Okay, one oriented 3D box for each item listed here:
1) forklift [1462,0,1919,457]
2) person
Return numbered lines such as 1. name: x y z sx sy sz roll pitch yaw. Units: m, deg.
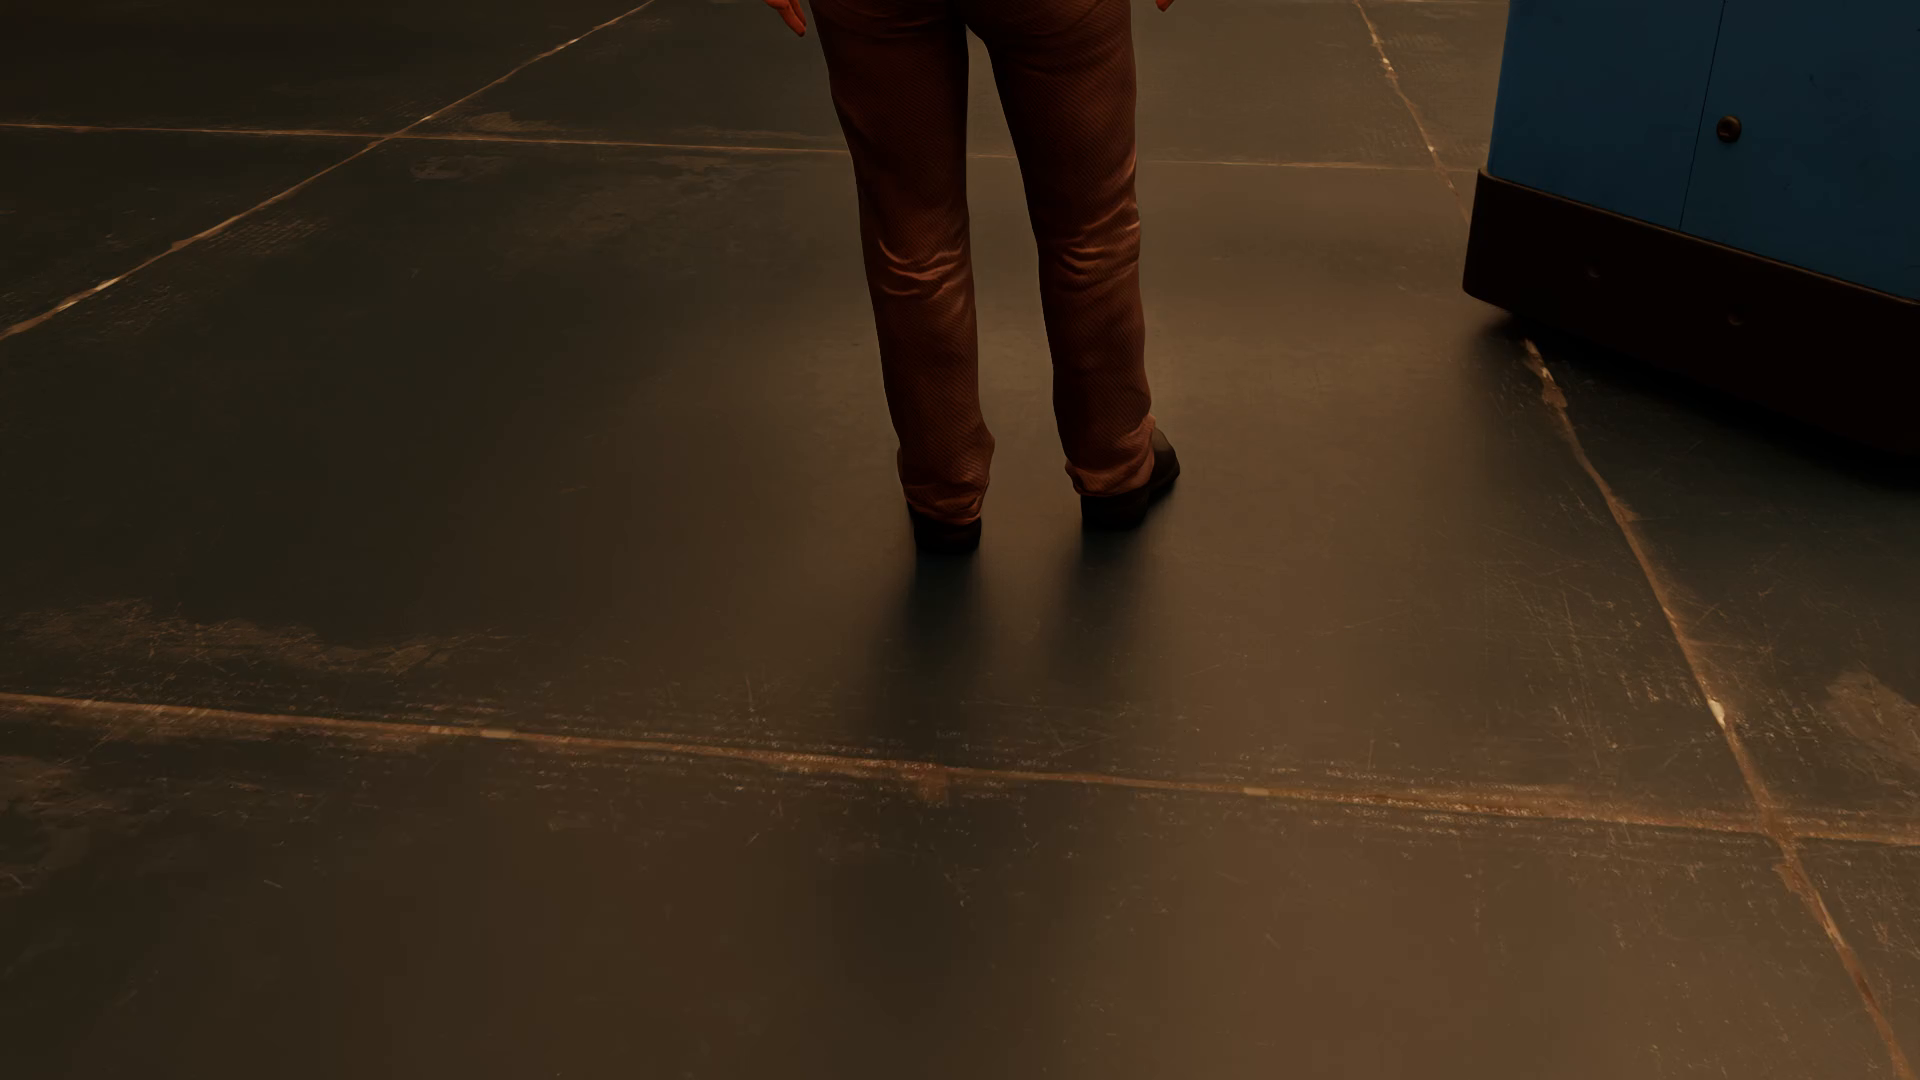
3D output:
1. forklift: 2.552 -1.890 3.006 3.031 2.935 1.130 -14 30 -26
2. person: 0.015 -0.804 2.168 0.633 1.722 0.566 3 27 7
